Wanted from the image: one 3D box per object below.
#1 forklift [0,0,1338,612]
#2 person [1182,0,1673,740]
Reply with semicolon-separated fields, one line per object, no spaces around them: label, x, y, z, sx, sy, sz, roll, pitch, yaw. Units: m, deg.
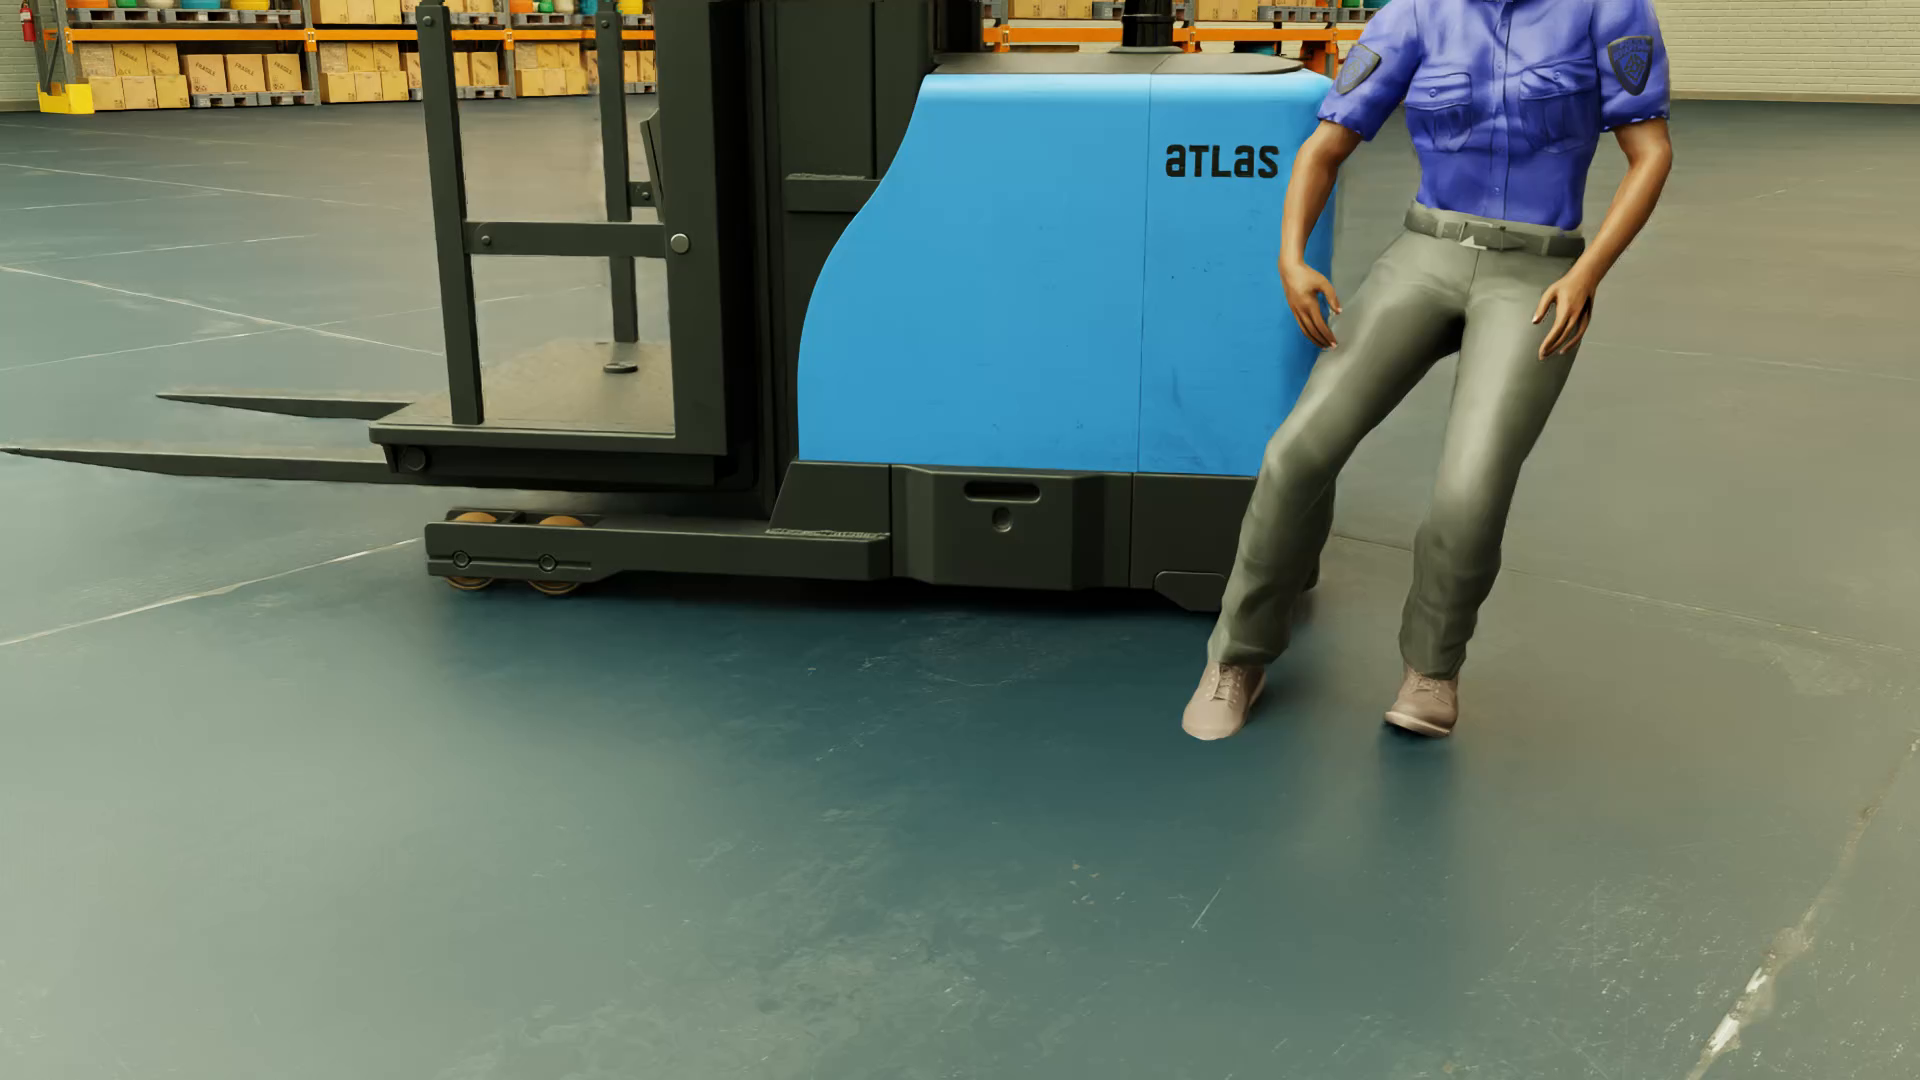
forklift;-0.702;-1.434;3.621;3.031;2.935;1.130;2;17;8
person;0.790;-0.408;2.775;0.681;1.547;0.631;7;18;23
